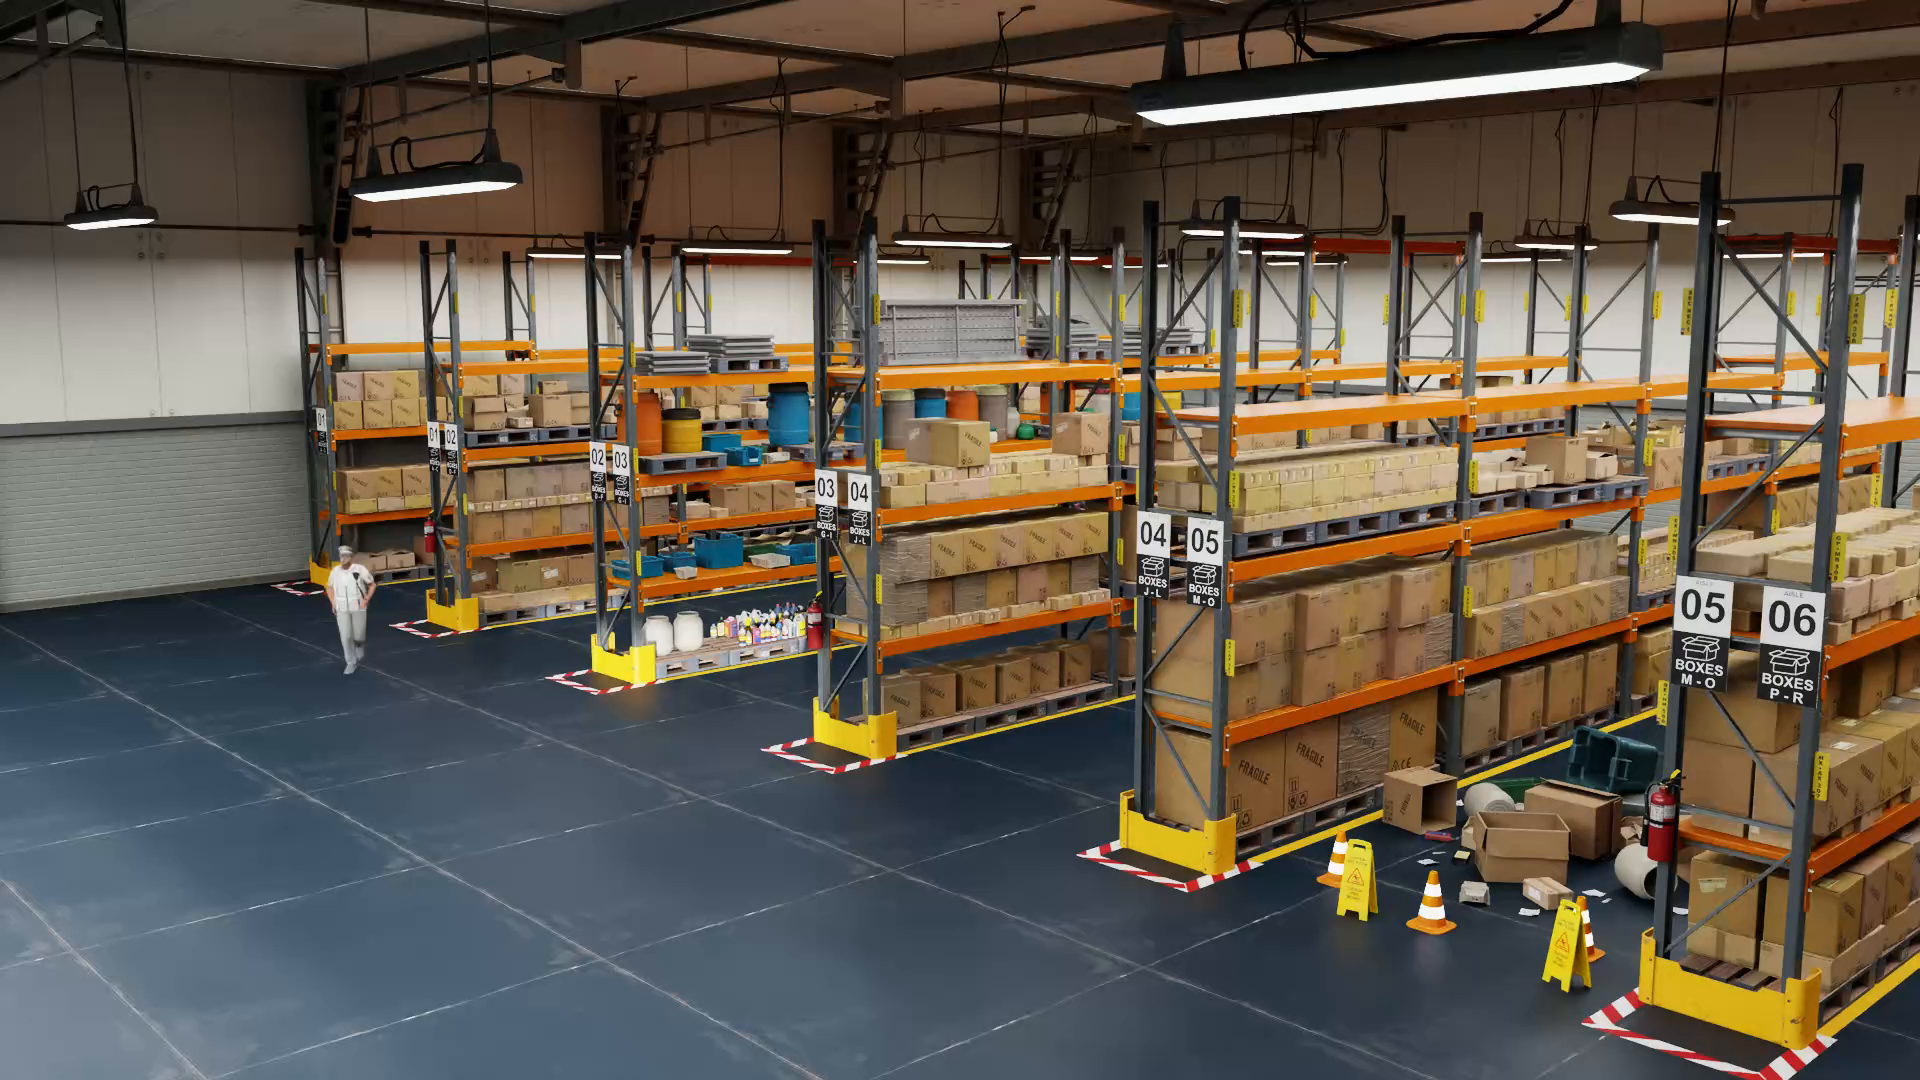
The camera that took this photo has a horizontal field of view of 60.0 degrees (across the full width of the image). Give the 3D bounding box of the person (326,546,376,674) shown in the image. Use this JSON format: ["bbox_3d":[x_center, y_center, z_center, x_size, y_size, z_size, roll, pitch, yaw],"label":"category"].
[{"bbox_3d":[-8.441,0.940,23.063,0.658,1.766,0.614,-1,8,-10],"label":"person"}]
